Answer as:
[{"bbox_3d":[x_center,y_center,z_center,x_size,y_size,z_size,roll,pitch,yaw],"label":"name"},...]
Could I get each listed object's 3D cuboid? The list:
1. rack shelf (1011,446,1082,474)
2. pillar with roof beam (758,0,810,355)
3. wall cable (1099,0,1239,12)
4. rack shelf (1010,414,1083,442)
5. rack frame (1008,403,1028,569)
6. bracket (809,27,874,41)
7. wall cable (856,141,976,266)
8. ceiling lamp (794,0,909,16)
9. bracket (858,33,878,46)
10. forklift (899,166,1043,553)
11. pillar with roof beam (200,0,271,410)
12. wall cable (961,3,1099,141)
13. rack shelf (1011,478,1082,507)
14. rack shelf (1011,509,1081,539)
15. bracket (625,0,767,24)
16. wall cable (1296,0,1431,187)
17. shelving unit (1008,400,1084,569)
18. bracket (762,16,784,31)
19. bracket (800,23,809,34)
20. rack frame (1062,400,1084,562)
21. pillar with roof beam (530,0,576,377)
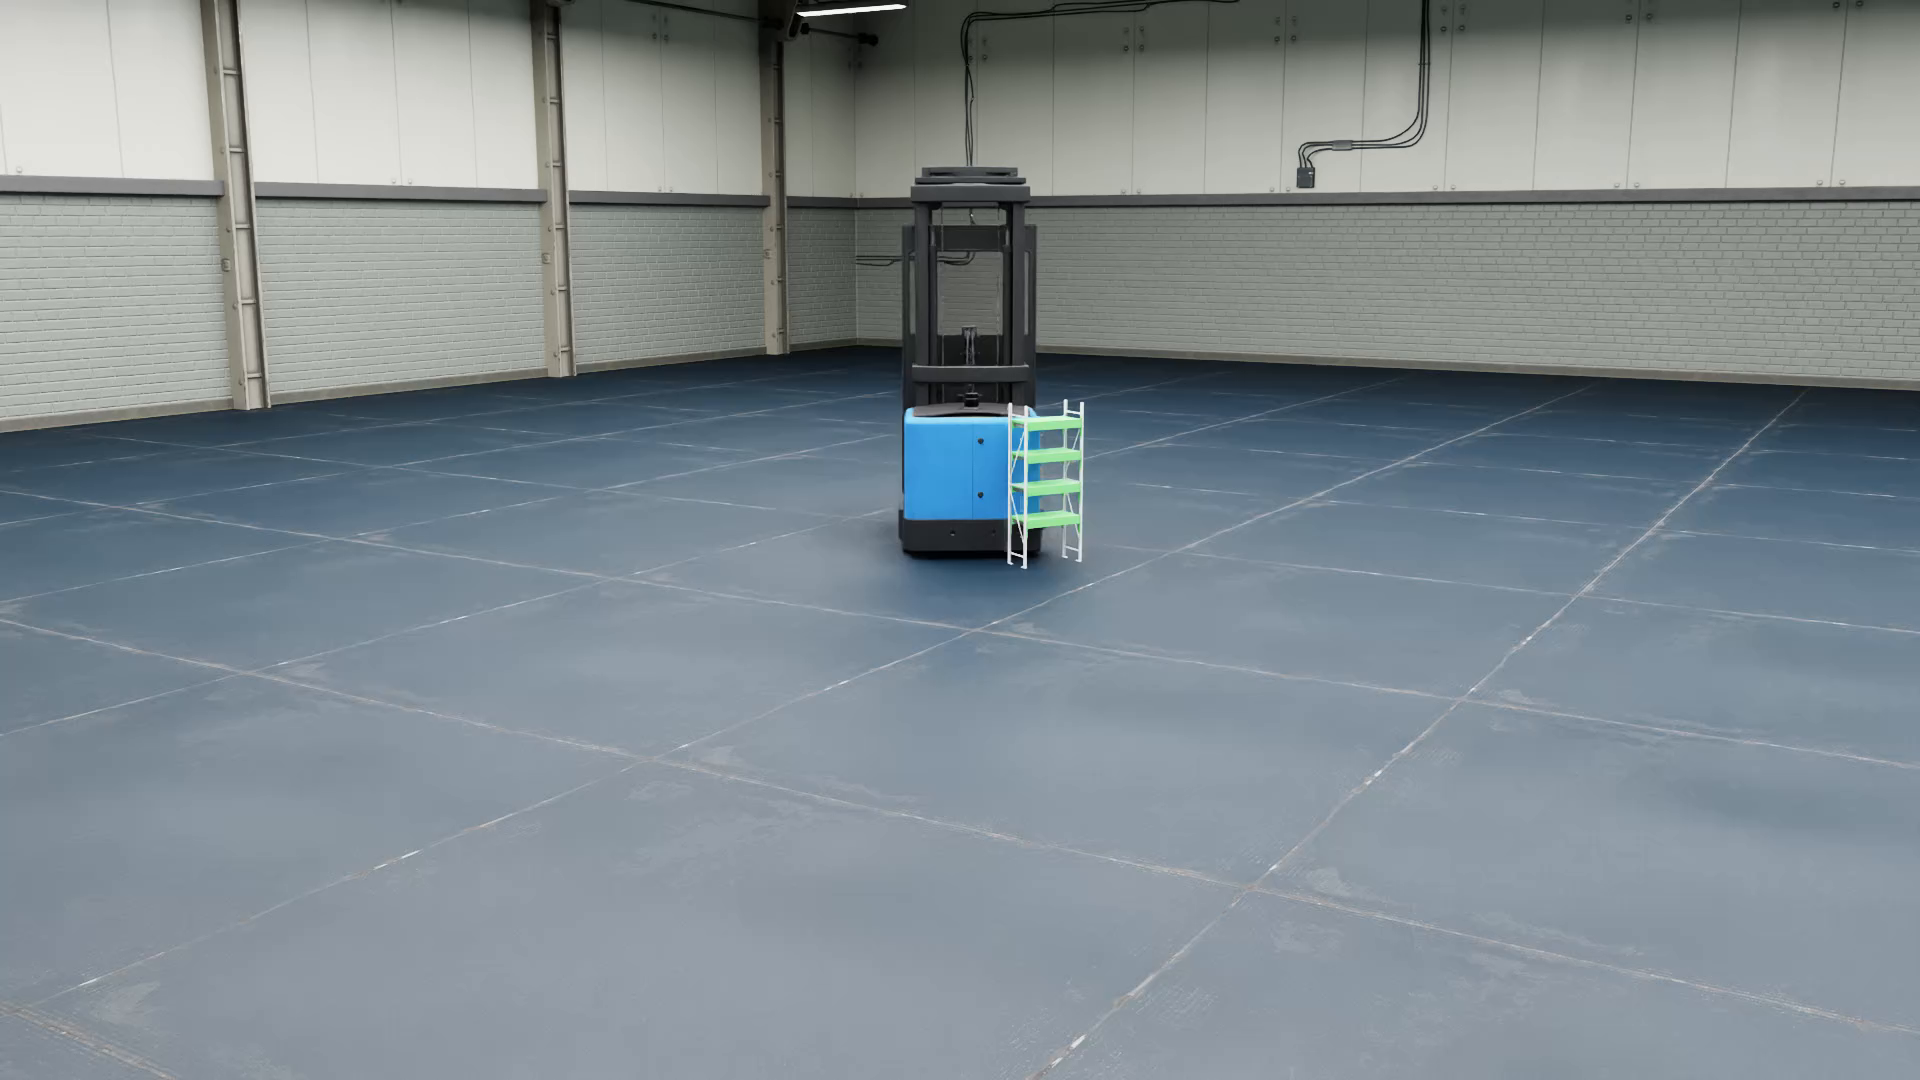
[{"bbox_3d":[0.635,-0.593,12.319,0.480,0.148,0.258,-6,12,-29],"label":"rack shelf"},{"bbox_3d":[0.027,-7.742,30.267,9.100,9.000,0.548,6,12,31],"label":"pillar with roof beam"},{"bbox_3d":[3.964,-11.128,30.706,3.097,2.526,0.112,6,12,31],"label":"wall cable"},{"bbox_3d":[0.635,-0.829,12.275,0.480,0.148,0.258,-6,12,-29],"label":"rack shelf"},{"bbox_3d":[0.424,-0.398,12.232,0.015,1.200,0.240,-6,12,-29],"label":"rack frame"},{"bbox_3d":[-2.210,-10.233,33.795,0.076,0.066,3.189,6,12,31],"label":"bracket"},{"bbox_3d":[-0.993,-6.964,34.549,3.097,2.526,0.112,6,12,31],"label":"wall cable"},{"bbox_3d":[-1.599,-9.961,26.257,2.000,3.185,0.800,6,12,31],"label":"ceiling lamp"},{"bbox_3d":[-1.903,-10.326,34.291,0.235,0.232,0.430,6,12,31],"label":"bracket"},{"bbox_3d":[0.069,-1.567,13.773,1.130,2.935,3.031,0,11,-1],"label":"forklift"},{"bbox_3d":[-6.203,-5.854,20.186,9.100,9.000,0.400,6,12,31],"label":"pillar with roof beam"},{"bbox_3d":[1.319,-9.188,32.704,3.097,2.526,0.112,6,12,31],"label":"wall cable"},{"bbox_3d":[0.635,-0.357,12.364,0.480,0.148,0.258,-6,12,-29],"label":"rack shelf"},{"bbox_3d":[0.635,-0.121,12.408,0.480,0.148,0.258,-6,12,-29],"label":"rack shelf"},{"bbox_3d":[-4.902,-9.418,29.438,0.076,0.066,4.783,6,12,31],"label":"bracket"},{"bbox_3d":[7.113,-9.252,29.093,2.305,6.003,0.169,6,12,31],"label":"wall cable"},{"bbox_3d":[0.635,-0.420,12.352,0.503,1.200,0.258,-6,12,-29],"label":"shelving unit"},{"bbox_3d":[-3.564,-9.823,31.603,0.235,0.232,0.430,6,12,31],"label":"bracket"},{"bbox_3d":[-3.134,-9.954,32.300,0.235,0.232,0.430,6,12,31],"label":"bracket"},{"bbox_3d":[0.846,-0.443,12.472,0.015,1.200,0.240,-6,12,-29],"label":"rack frame"},{"bbox_3d":[-3.088,-6.798,25.226,9.100,9.000,0.548,6,12,31],"label":"pillar with roof beam"}]
